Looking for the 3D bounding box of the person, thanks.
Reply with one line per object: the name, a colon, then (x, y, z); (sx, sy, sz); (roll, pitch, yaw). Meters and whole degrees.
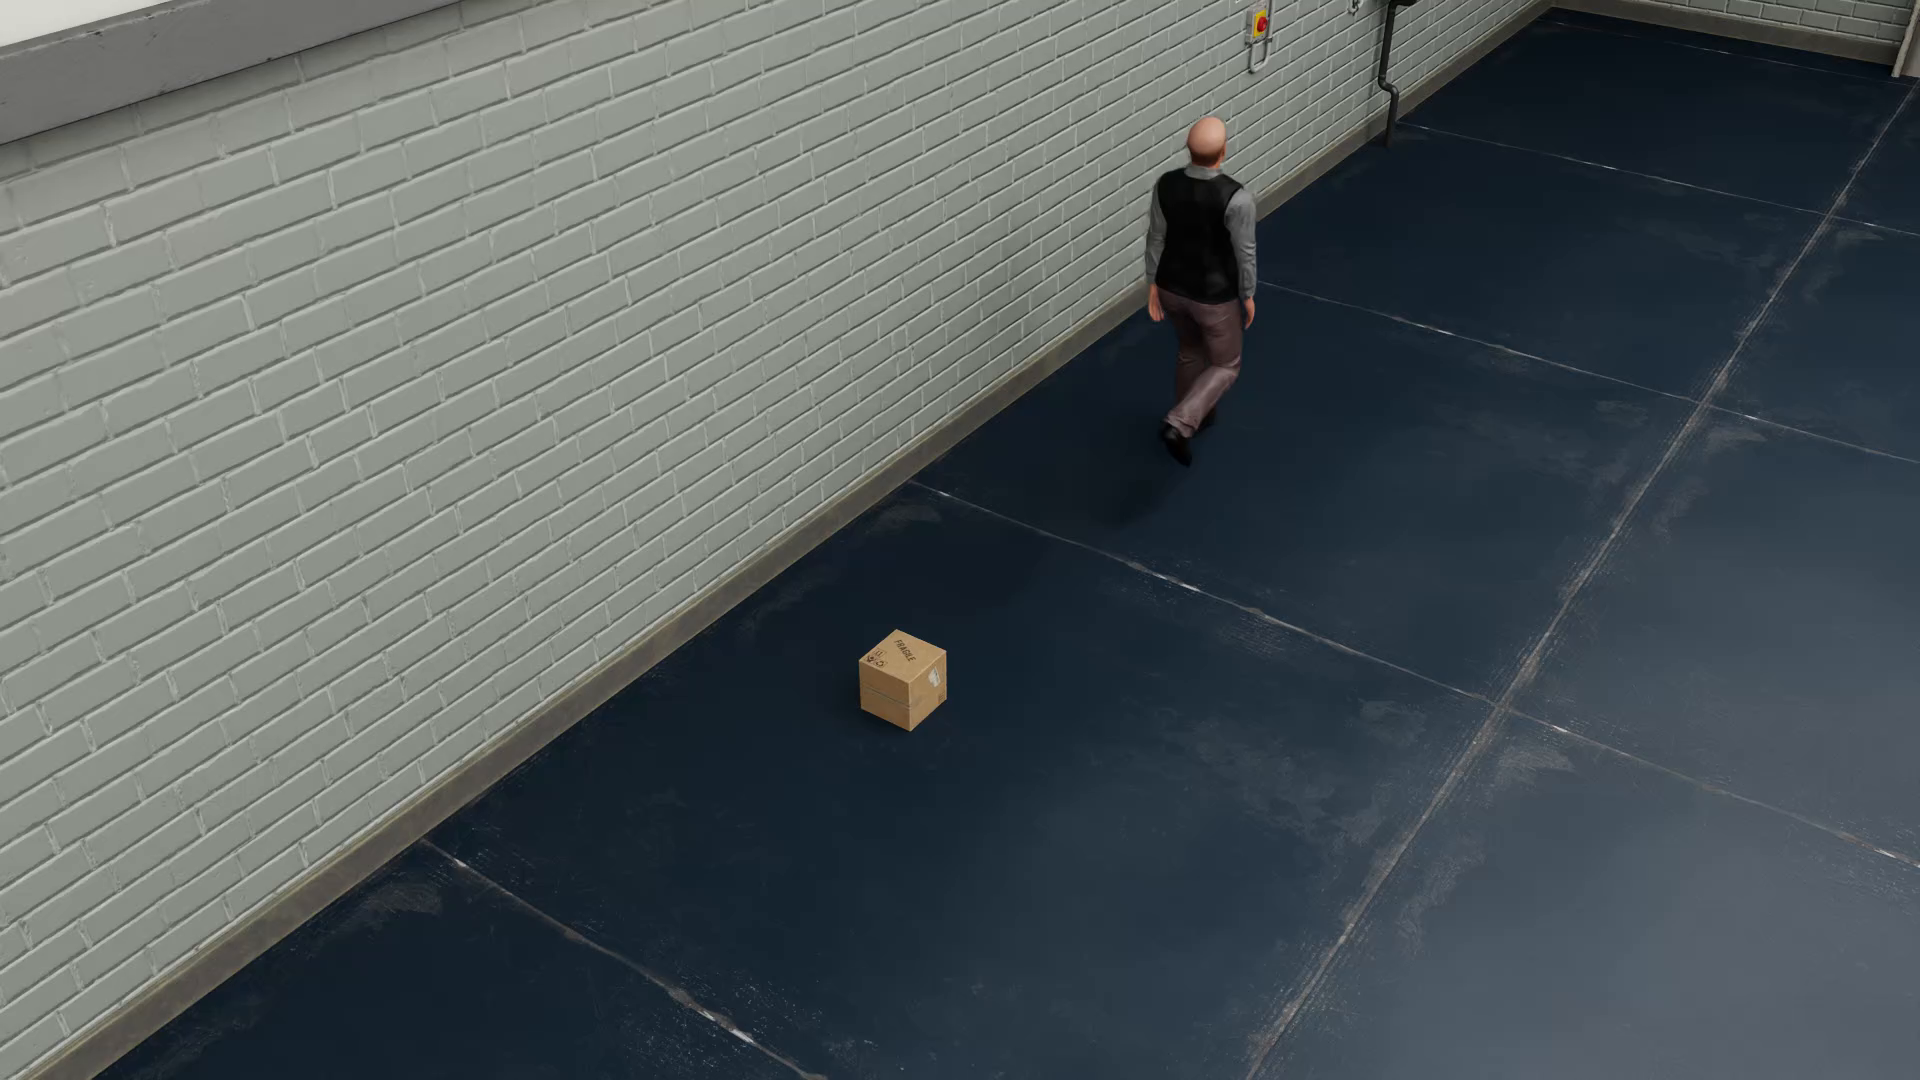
person: (1.117, -1.160, 7.835); (0.535, 1.698, 0.766); (24, 41, 30)
